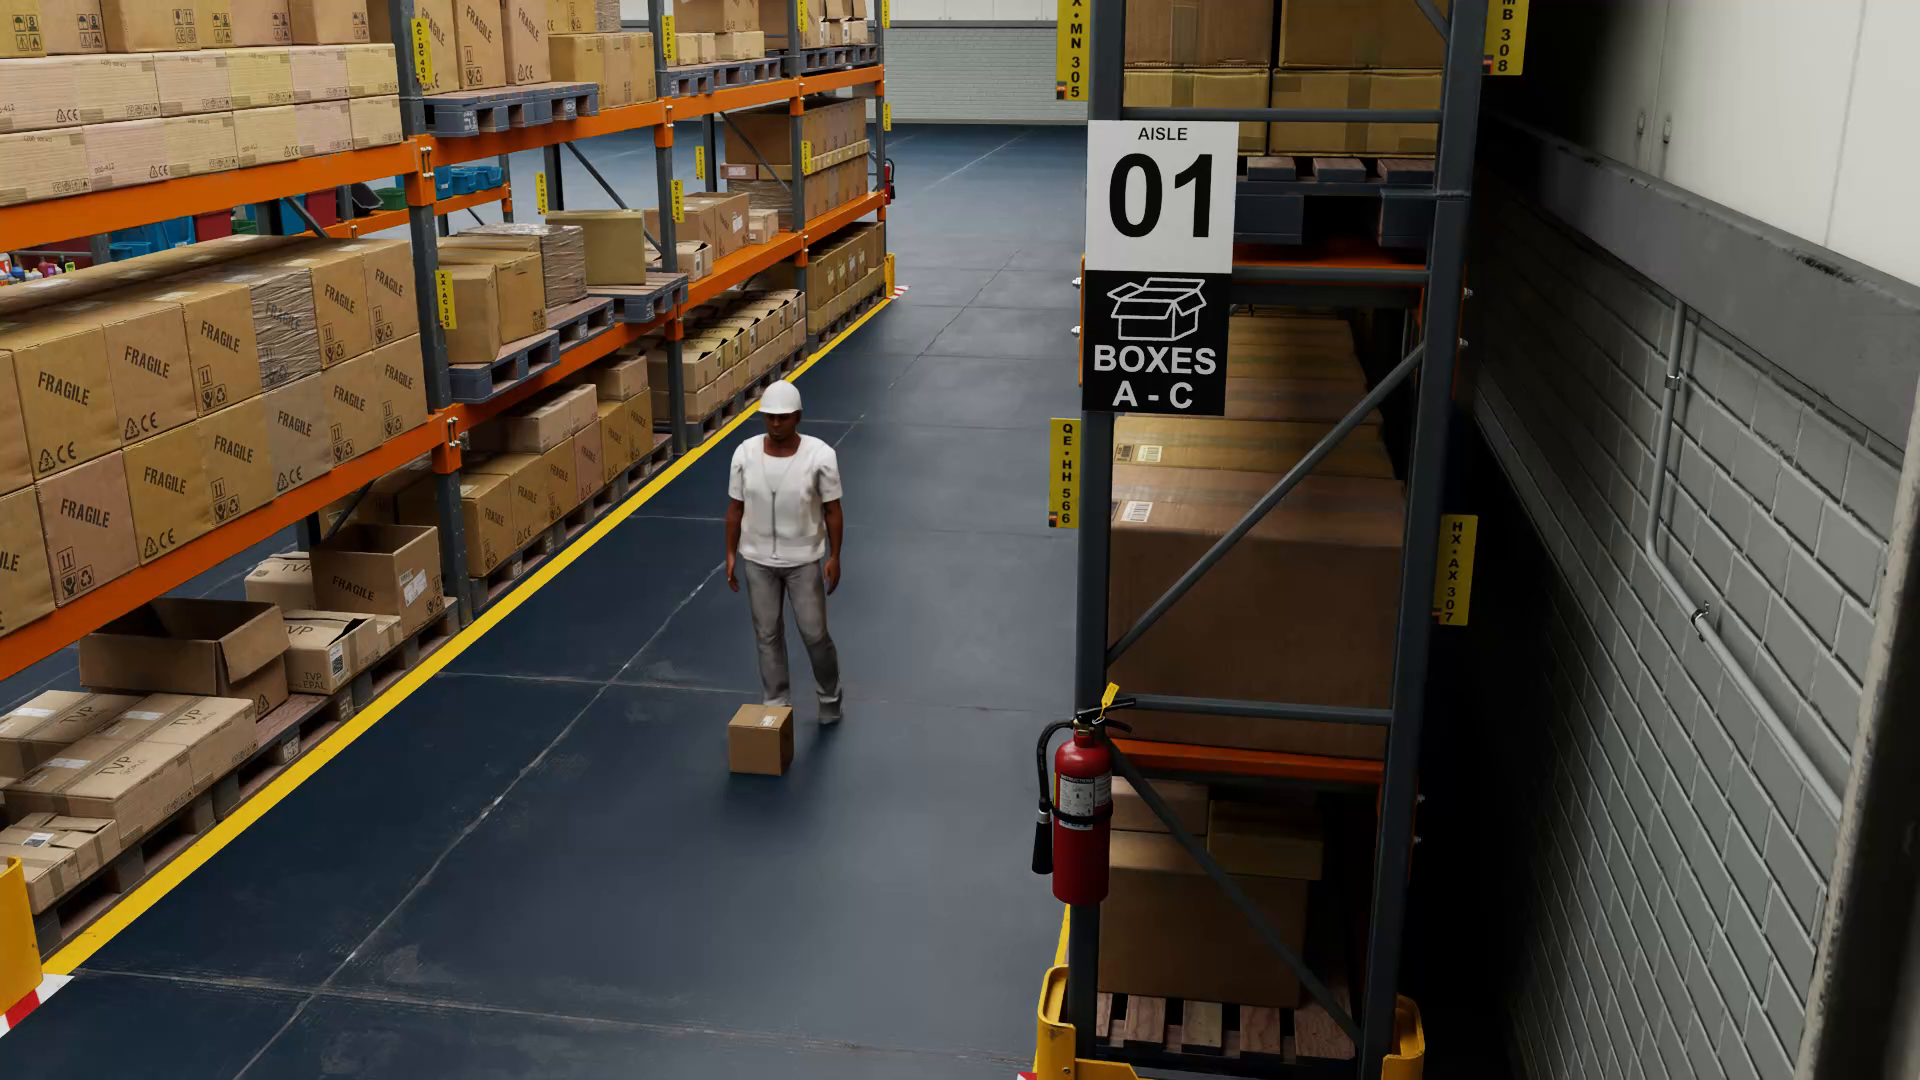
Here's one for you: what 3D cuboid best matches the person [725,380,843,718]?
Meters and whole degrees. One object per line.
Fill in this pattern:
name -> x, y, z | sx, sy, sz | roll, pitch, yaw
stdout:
person -> -0.876, 0.124, 8.230 | 0.585, 1.834, 0.516 | 3, 18, 9
